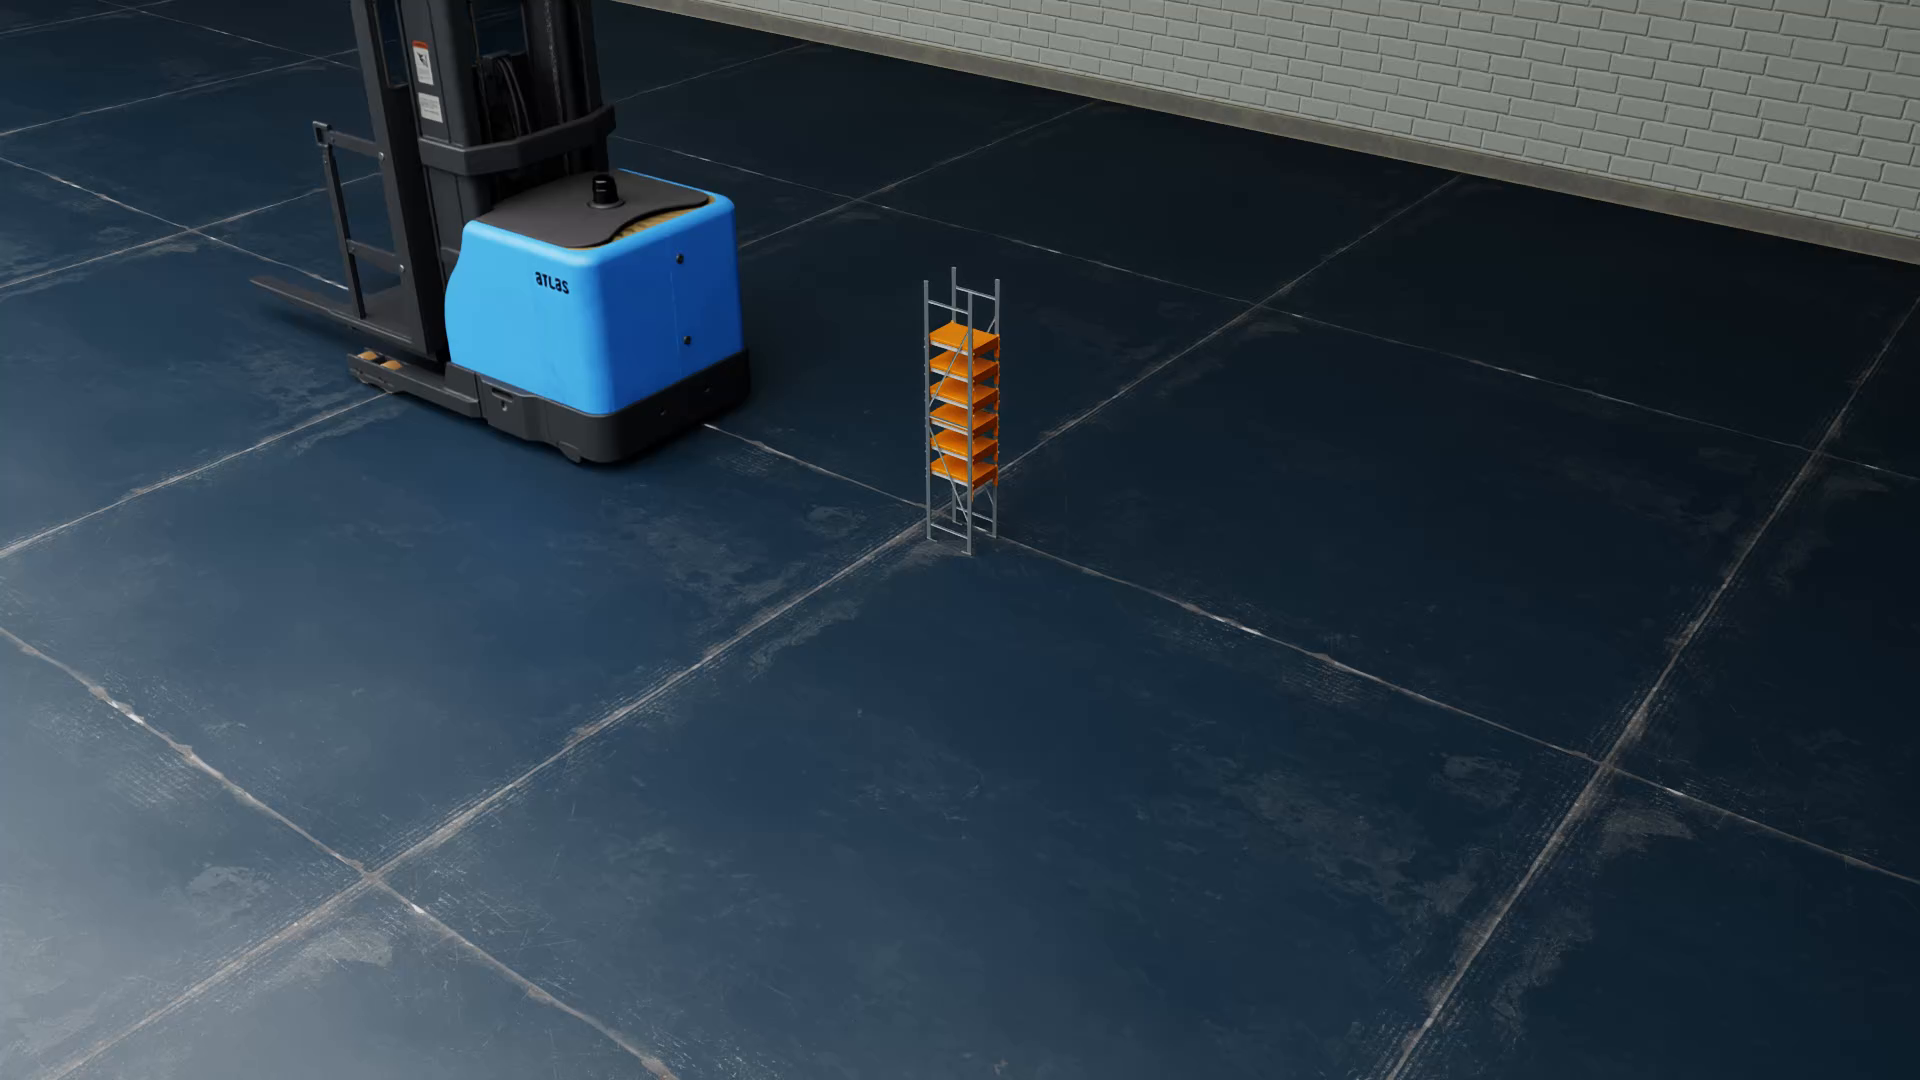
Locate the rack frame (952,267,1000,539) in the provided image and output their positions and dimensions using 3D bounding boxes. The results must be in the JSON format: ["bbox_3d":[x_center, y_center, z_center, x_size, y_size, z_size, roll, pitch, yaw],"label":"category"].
[{"bbox_3d":[0.064,-0.559,7.017,0.240,1.200,0.006,21,37,31],"label":"rack frame"}]

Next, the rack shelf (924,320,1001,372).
[{"bbox_3d":[0.009,-0.794,6.793,0.258,0.103,0.180,21,37,31],"label":"rack shelf"}]

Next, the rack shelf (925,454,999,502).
[{"bbox_3d":[0.009,-0.277,7.099,0.258,0.103,0.180,21,37,31],"label":"rack shelf"}]

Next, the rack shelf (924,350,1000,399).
[{"bbox_3d":[0.009,-0.690,6.854,0.258,0.103,0.180,21,37,31],"label":"rack shelf"}]

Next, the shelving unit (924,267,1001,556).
[{"bbox_3d":[0.009,-0.522,6.954,0.258,1.200,0.189,21,37,31],"label":"shelving unit"}]

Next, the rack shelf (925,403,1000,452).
[{"bbox_3d":[0.009,-0.484,6.977,0.258,0.103,0.180,21,37,31],"label":"rack shelf"}]

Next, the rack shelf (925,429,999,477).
[{"bbox_3d":[0.009,-0.381,7.038,0.258,0.103,0.180,21,37,31],"label":"rack shelf"}]

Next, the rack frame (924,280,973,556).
[{"bbox_3d":[-0.047,-0.485,6.891,0.240,1.200,0.006,21,37,31],"label":"rack frame"}]

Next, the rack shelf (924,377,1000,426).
[{"bbox_3d":[0.009,-0.587,6.915,0.258,0.103,0.180,21,37,31],"label":"rack shelf"}]

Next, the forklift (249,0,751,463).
[{"bbox_3d":[-2.543,-2.206,8.098,3.031,2.935,1.130,20,36,30],"label":"forklift"}]
